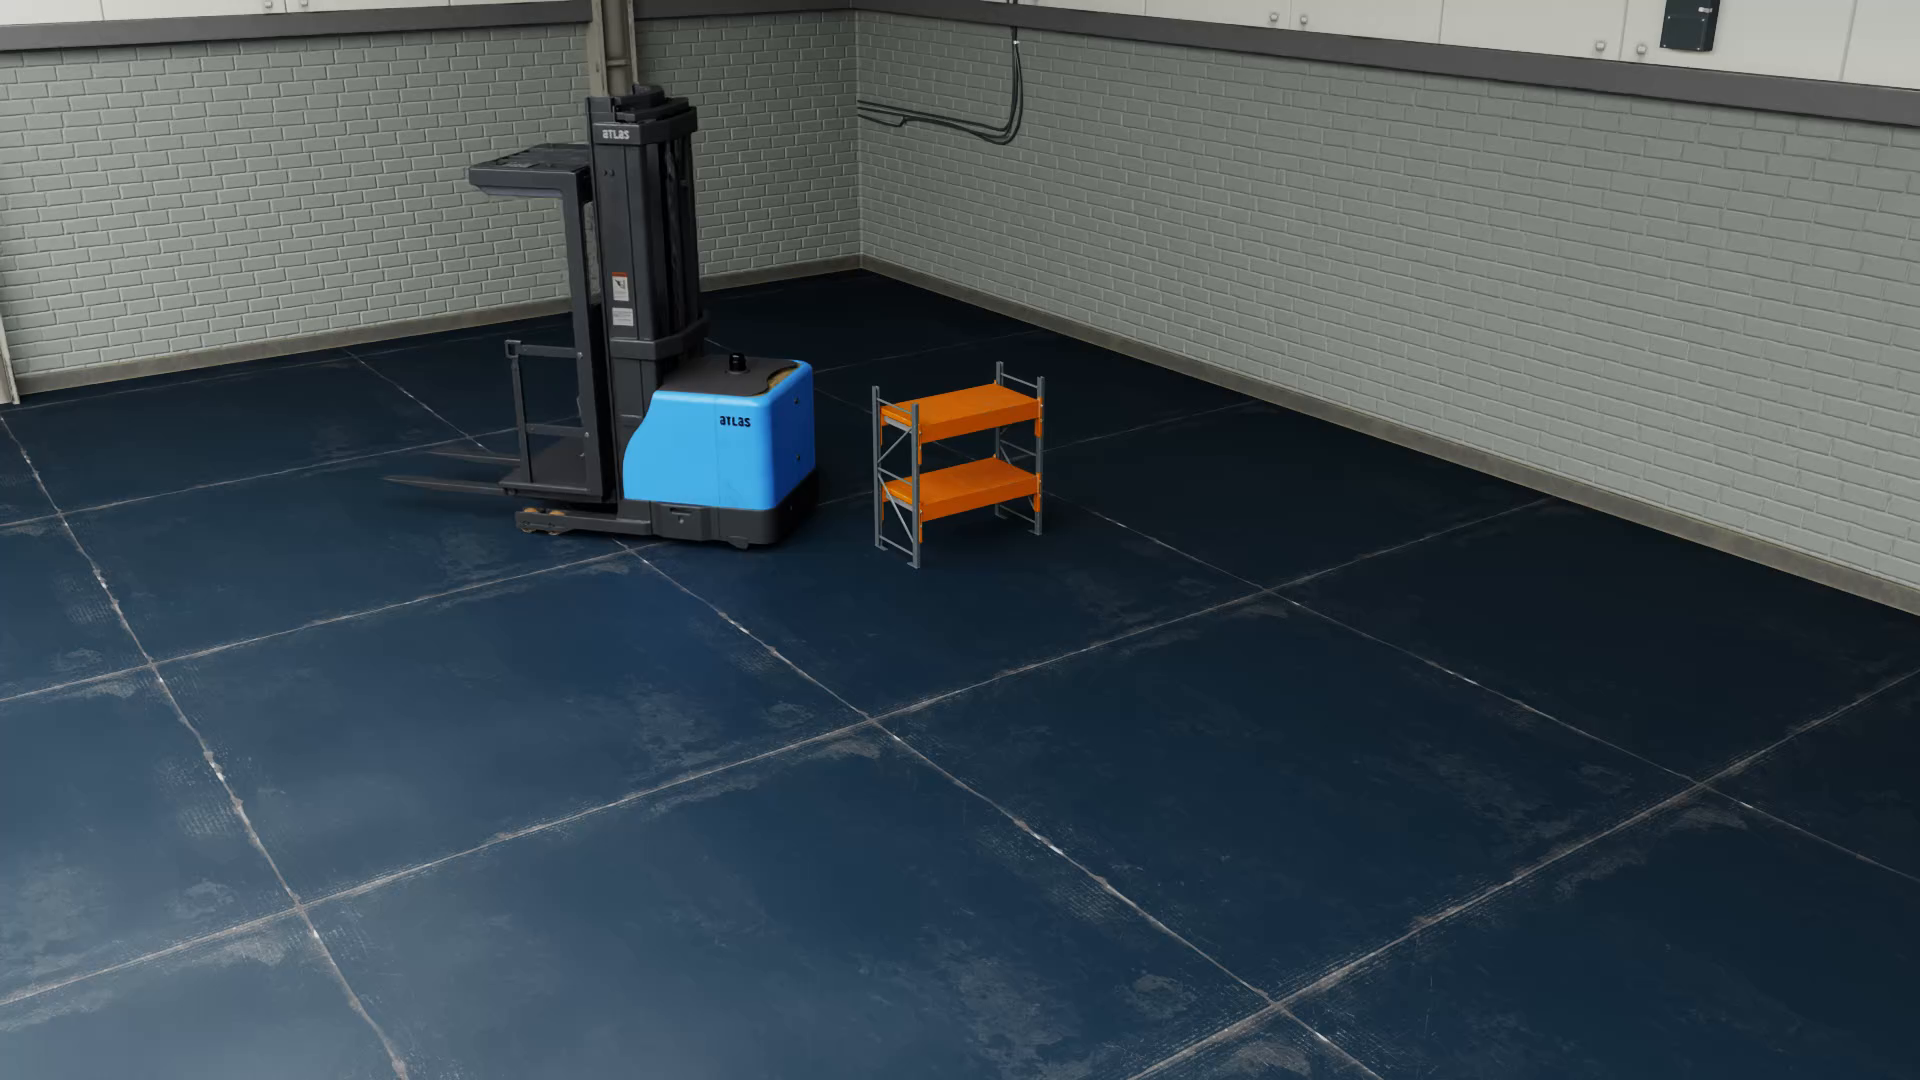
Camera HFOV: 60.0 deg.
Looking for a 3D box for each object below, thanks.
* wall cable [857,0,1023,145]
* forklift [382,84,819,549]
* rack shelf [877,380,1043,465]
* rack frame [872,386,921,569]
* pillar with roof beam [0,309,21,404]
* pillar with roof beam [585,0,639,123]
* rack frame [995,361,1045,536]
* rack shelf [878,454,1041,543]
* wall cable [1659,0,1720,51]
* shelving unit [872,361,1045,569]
[{"bbox_3d":[-0.323,-5.459,17.124,0.112,2.526,3.097,-15,26,-33],"label":"wall cable"},{"bbox_3d":[-2.590,-1.578,11.397,3.031,2.935,1.130,5,22,13],"label":"forklift"},{"bbox_3d":[-0.005,-0.793,11.076,1.000,0.278,0.538,-15,26,-33],"label":"rack shelf"},{"bbox_3d":[-0.418,-0.411,10.908,0.032,1.125,0.500,-15,26,-33],"label":"rack frame"},{"bbox_3d":[-5.843,-4.067,9.447,0.400,9.000,9.100,-15,26,-33],"label":"pillar with roof beam"},{"bbox_3d":[-0.972,-5.366,12.702,0.400,9.000,9.100,-15,26,-33],"label":"pillar with roof beam"},{"bbox_3d":[0.407,-0.631,11.460,0.032,1.125,0.500,-15,26,-33],"label":"rack frame"},{"bbox_3d":[-0.005,-0.294,11.275,1.000,0.278,0.538,-15,26,-33],"label":"rack shelf"},{"bbox_3d":[5.209,-5.621,8.752,0.169,6.003,2.305,-15,26,-33],"label":"wall cable"},{"bbox_3d":[-0.005,-0.521,11.184,1.048,1.125,0.538,-15,26,-33],"label":"shelving unit"}]
